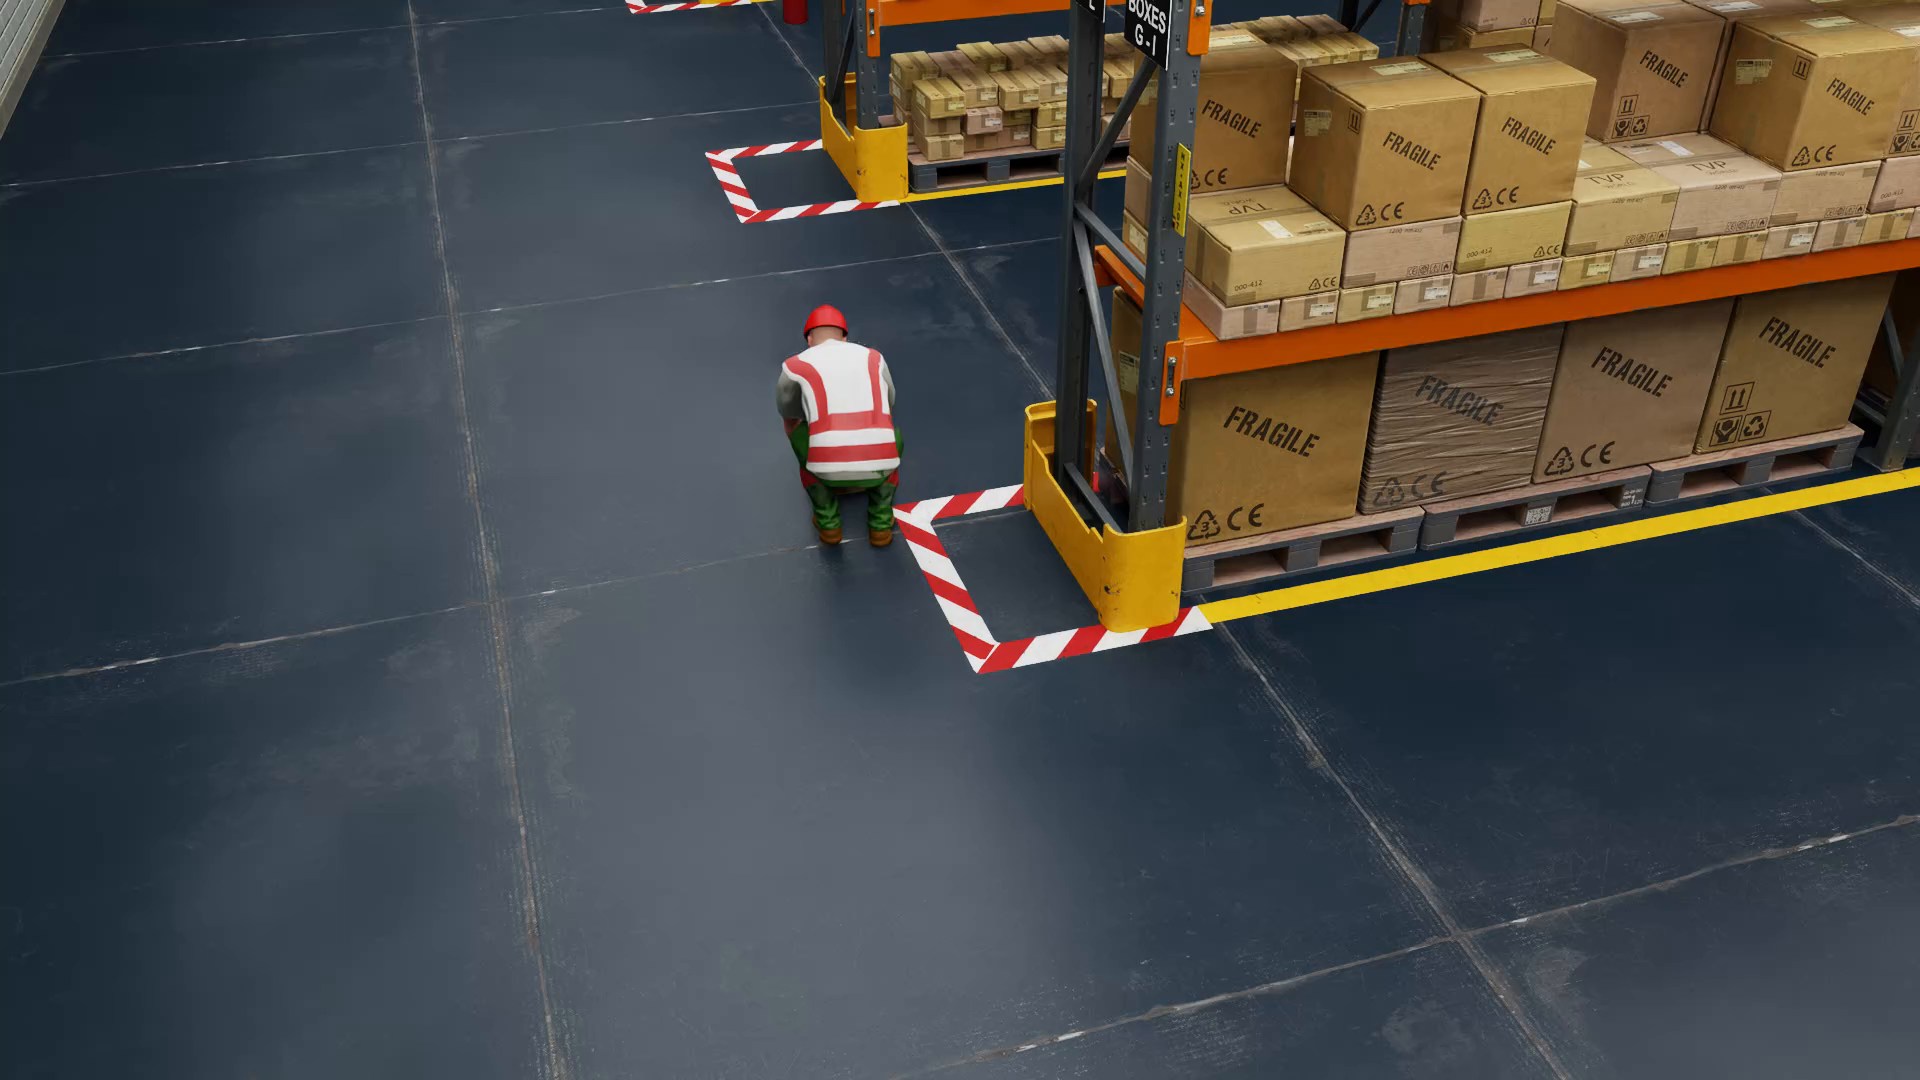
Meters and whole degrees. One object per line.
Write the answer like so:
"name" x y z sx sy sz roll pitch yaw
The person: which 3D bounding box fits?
"person" -0.545 -0.495 7.624 0.571 0.954 0.895 -4 34 -5
